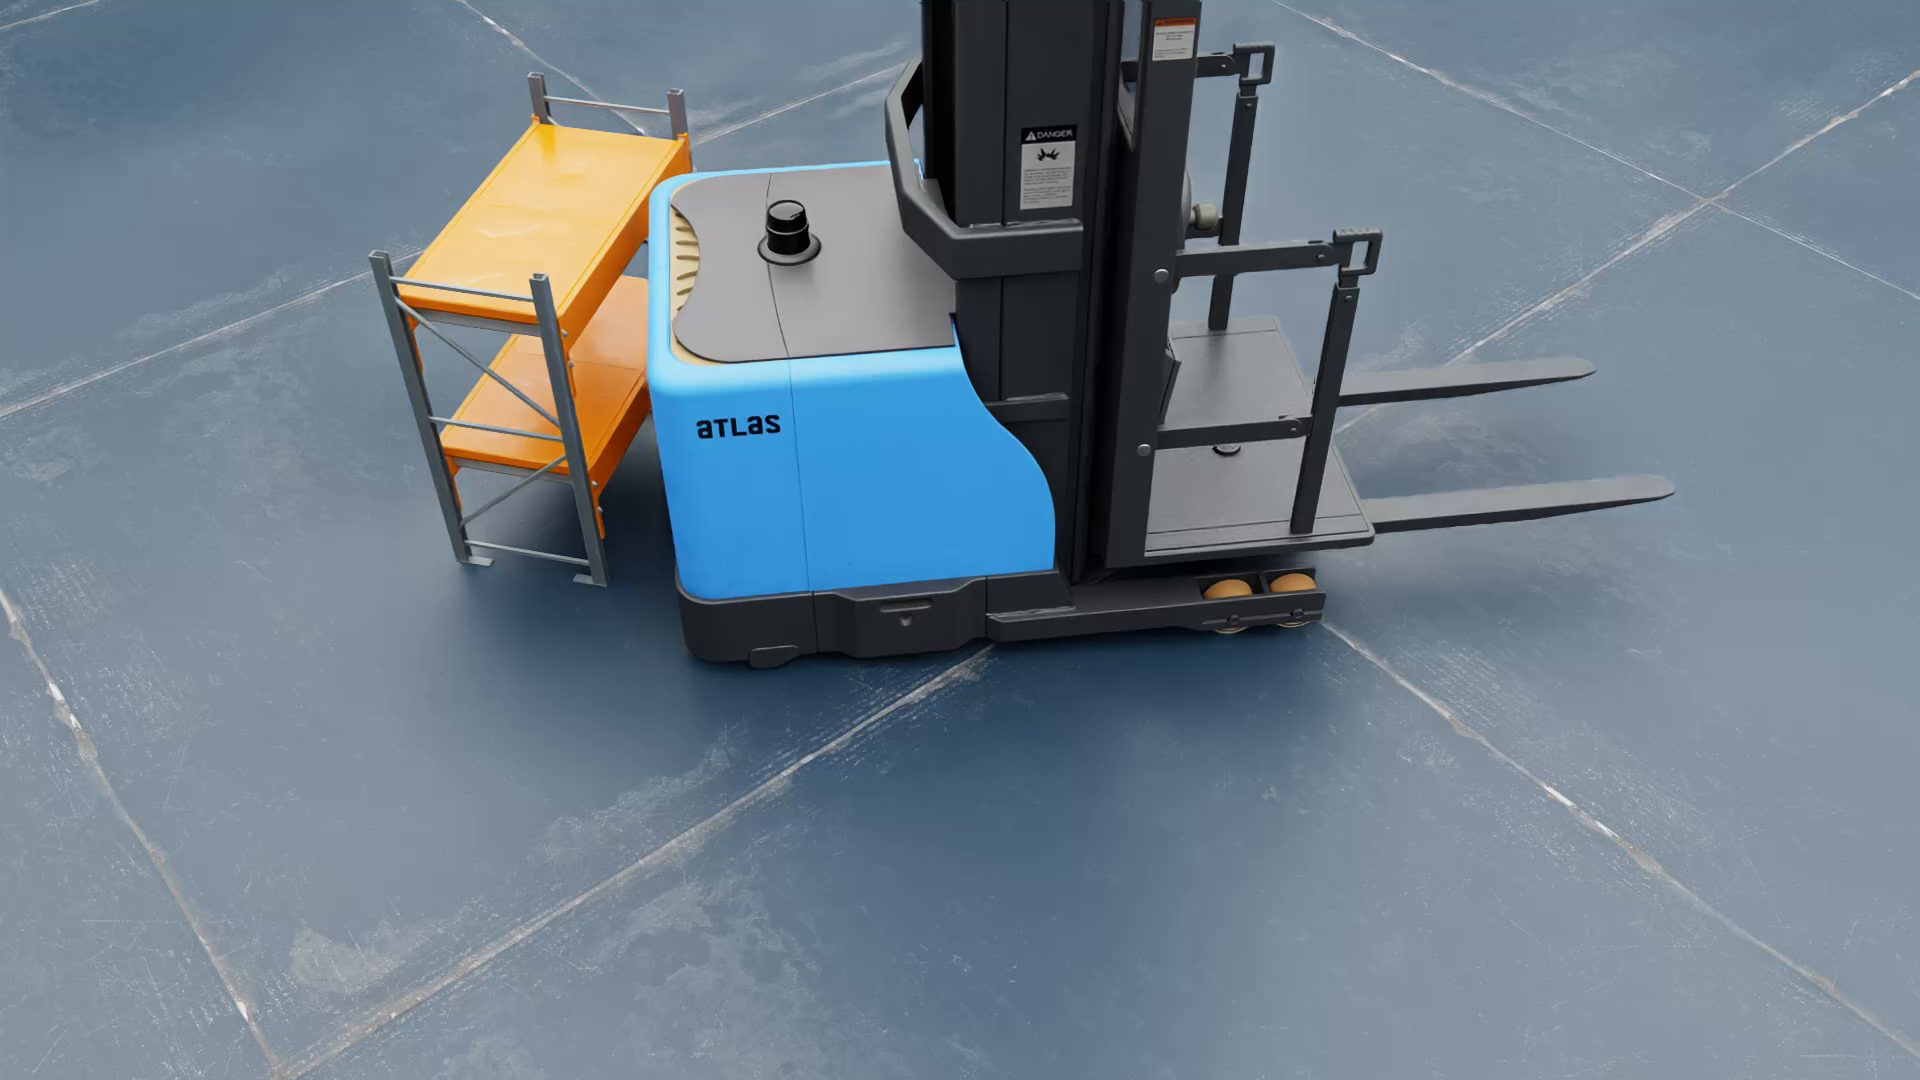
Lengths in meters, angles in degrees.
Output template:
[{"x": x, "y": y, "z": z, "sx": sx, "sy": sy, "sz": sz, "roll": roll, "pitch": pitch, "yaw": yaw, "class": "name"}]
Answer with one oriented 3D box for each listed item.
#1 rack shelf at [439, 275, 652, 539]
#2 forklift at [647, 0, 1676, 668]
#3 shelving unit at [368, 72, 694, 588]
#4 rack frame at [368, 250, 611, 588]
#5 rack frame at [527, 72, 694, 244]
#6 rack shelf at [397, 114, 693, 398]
[{"x": -1.206, "y": -0.474, "z": 5.290, "sx": 0.538, "sy": 0.278, "sz": 1.000, "roll": 9, "pitch": 44, "yaw": 10, "class": "rack shelf"}, {"x": 0.648, "y": -1.146, "z": 4.329, "sx": 3.031, "sy": 2.935, "sz": 1.130, "roll": -5, "pitch": 43, "yaw": -5, "class": "forklift"}, {"x": -1.206, "y": -0.652, "z": 5.123, "sx": 0.538, "sy": 1.125, "sz": 1.048, "roll": 9, "pitch": 44, "yaw": 10, "class": "shelving unit"}, {"x": -1.322, "y": -0.314, "z": 4.762, "sx": 0.500, "sy": 1.125, "sz": 0.032, "roll": 9, "pitch": 44, "yaw": 10, "class": "rack frame"}, {"x": -1.089, "y": -0.991, "z": 5.483, "sx": 0.500, "sy": 1.125, "sz": 0.032, "roll": 9, "pitch": 44, "yaw": 10, "class": "rack frame"}, {"x": -1.206, "y": -0.866, "z": 4.922, "sx": 0.538, "sy": 0.278, "sz": 1.000, "roll": 9, "pitch": 44, "yaw": 10, "class": "rack shelf"}]
